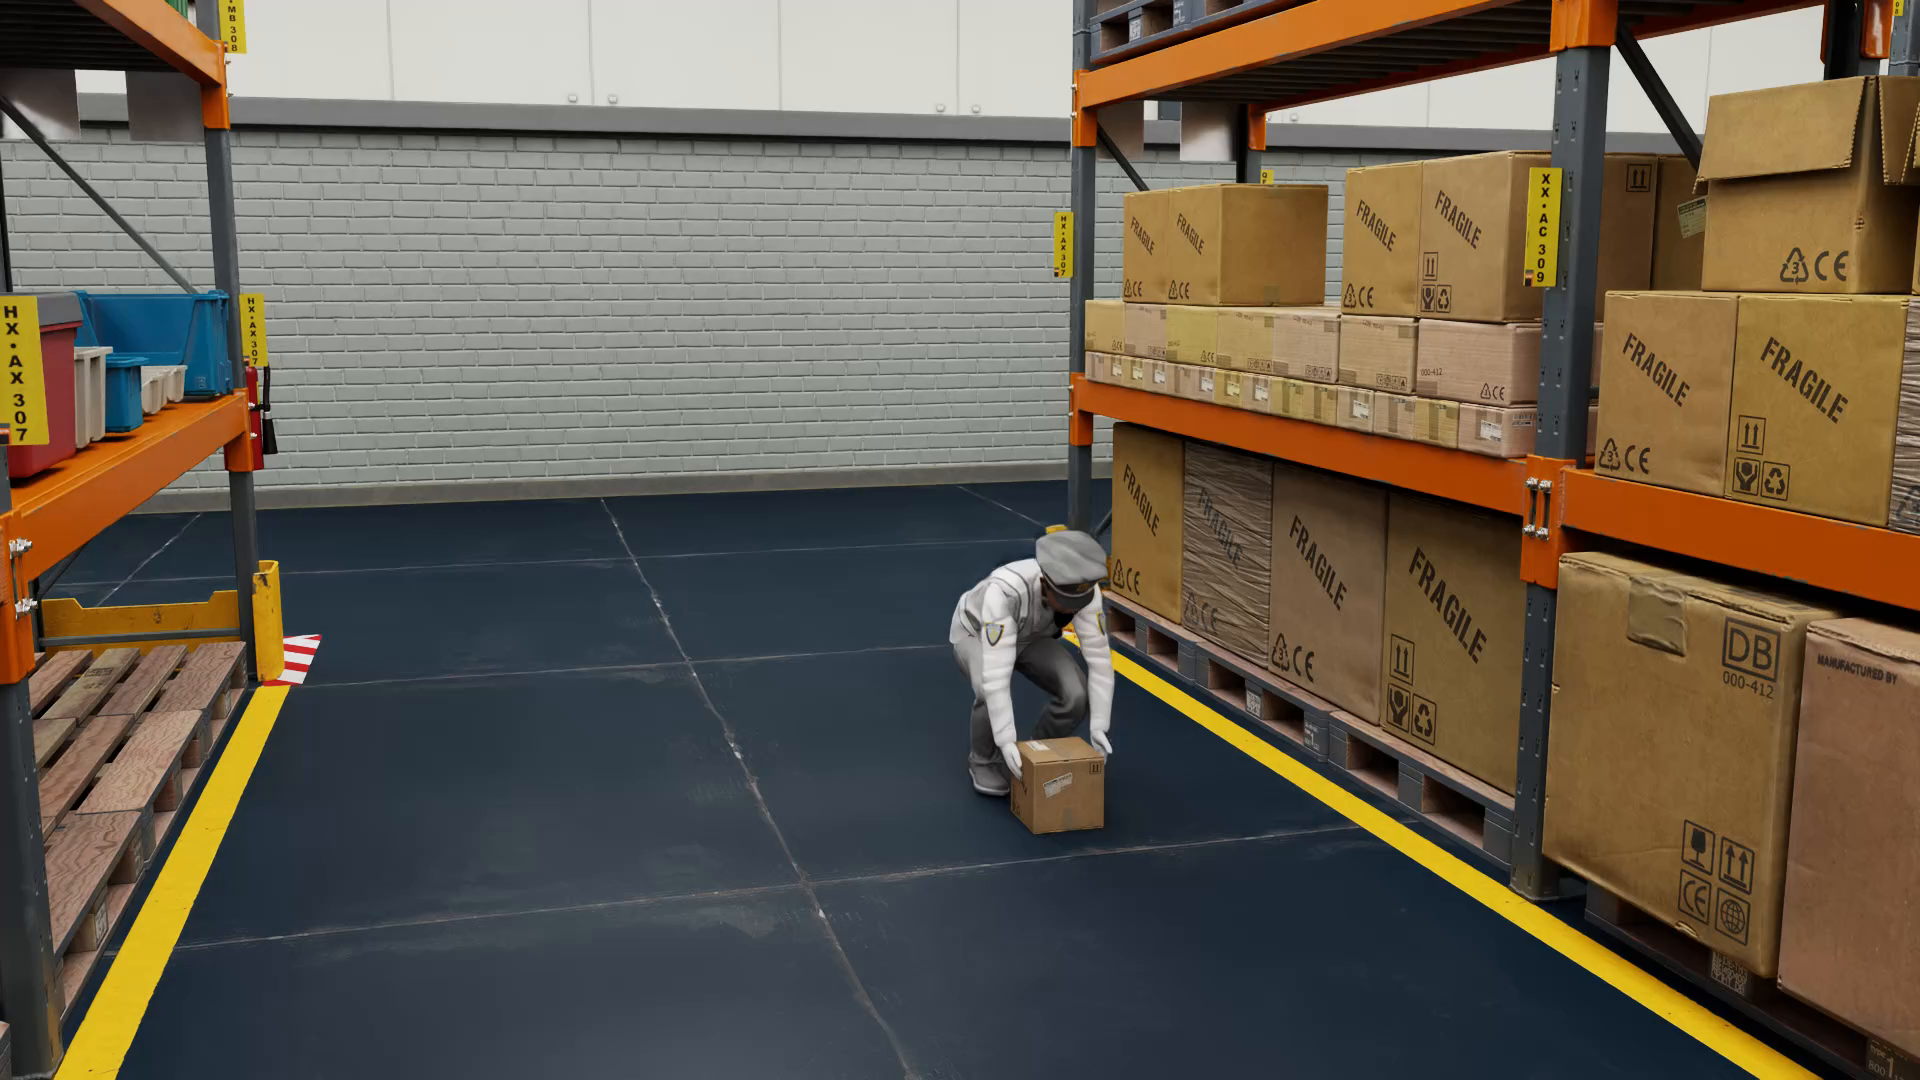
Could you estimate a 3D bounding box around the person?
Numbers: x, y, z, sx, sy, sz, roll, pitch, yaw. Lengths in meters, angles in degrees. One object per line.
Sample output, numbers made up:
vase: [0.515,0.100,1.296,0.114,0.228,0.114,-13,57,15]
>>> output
person: [0.263,0.421,5.935,0.489,0.984,0.845,-3,10,-16]
